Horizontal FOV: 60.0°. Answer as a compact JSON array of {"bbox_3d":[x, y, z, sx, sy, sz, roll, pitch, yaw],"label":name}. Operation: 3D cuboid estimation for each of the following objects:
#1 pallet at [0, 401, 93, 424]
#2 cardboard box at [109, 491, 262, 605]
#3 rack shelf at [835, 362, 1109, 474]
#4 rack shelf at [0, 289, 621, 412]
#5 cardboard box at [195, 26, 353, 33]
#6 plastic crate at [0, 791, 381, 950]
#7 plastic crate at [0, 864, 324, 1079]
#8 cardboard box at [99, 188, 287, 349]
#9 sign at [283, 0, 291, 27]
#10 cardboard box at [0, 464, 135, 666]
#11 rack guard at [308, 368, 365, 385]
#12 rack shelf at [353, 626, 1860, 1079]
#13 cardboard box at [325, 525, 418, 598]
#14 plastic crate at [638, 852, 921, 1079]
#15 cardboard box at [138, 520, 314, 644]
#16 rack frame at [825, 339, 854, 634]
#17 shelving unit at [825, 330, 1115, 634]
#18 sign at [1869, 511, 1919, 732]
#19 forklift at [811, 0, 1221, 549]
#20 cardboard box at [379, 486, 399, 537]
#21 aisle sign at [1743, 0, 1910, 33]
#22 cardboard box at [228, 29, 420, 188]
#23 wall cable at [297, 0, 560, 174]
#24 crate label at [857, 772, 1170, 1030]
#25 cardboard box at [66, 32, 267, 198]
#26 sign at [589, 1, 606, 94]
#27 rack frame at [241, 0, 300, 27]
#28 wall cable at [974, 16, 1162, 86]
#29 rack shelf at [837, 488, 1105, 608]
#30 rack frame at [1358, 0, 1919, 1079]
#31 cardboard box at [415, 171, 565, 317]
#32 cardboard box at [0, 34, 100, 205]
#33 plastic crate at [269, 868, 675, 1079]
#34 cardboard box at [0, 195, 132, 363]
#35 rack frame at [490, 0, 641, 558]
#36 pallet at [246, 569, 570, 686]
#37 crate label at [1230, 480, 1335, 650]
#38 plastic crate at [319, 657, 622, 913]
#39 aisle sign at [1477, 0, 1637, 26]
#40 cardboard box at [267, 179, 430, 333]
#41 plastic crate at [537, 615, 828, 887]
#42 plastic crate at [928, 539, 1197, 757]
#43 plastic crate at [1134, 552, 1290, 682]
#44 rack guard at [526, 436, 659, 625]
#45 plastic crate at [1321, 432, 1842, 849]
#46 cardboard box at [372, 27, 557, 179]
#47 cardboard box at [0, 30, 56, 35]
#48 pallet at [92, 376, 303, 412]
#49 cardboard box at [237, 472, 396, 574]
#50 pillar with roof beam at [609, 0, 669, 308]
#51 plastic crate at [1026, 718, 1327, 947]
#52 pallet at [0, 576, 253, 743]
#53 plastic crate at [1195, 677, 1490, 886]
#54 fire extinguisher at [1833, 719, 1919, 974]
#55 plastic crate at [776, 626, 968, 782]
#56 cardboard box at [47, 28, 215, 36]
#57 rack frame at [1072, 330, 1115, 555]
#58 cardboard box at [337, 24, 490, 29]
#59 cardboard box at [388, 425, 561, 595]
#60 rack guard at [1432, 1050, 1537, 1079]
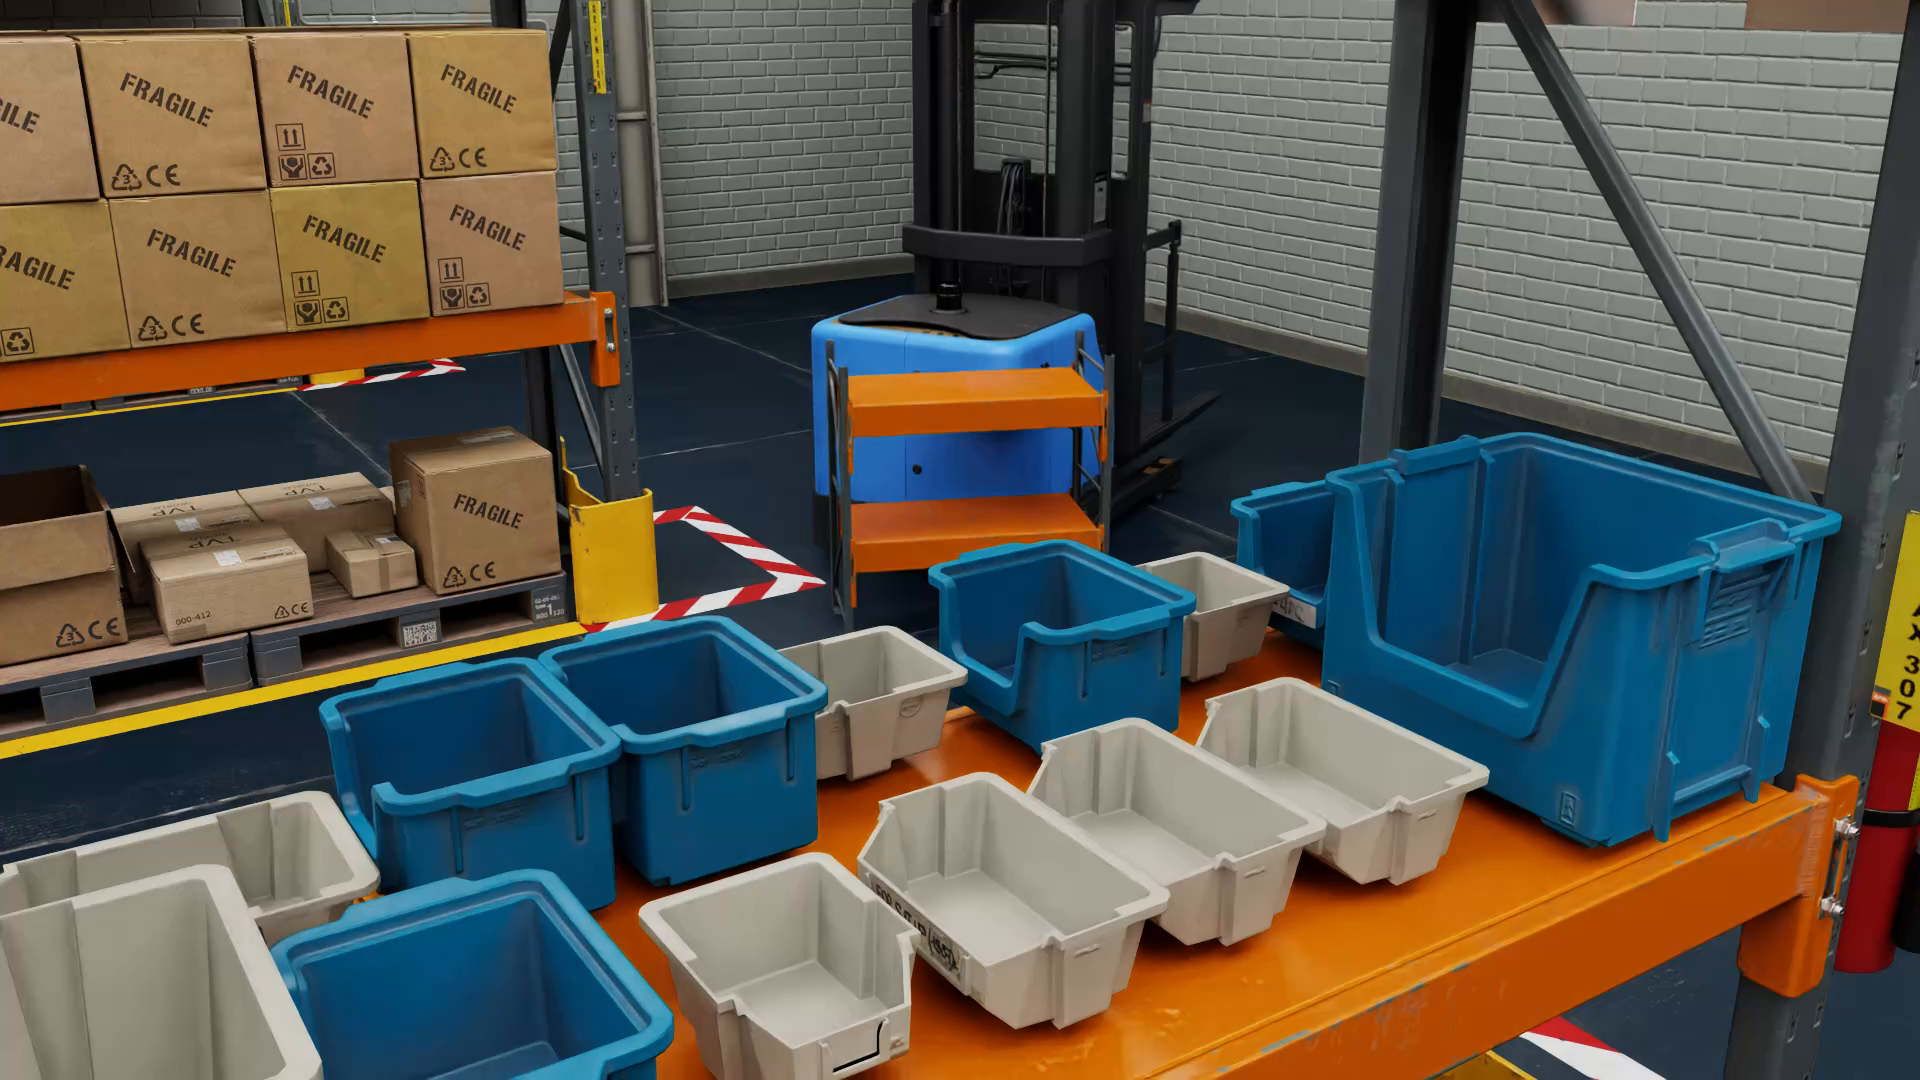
[{"bbox_3d":[-5.995,-0.897,10.067,1.213,0.211,1.003,-12,22,-31],"label":"pallet"},{"bbox_3d":[-3.070,0.022,6.604,0.500,0.250,0.500,-12,22,-31],"label":"cardboard box"},{"bbox_3d":[0.027,-0.488,6.517,1.000,0.278,0.538,-3,19,-10],"label":"rack shelf"},{"bbox_3d":[-3.295,-0.576,5.887,4.000,0.370,1.077,-12,22,-31],"label":"rack shelf"},{"bbox_3d":[-2.573,-1.688,6.337,0.500,0.500,0.500,-12,22,-31],"label":"cardboard box"},{"bbox_3d":[-0.956,0.471,1.986,0.466,0.136,0.293,-12,22,-31],"label":"plastic crate"},{"bbox_3d":[-0.868,0.570,1.468,0.530,0.282,0.437,-12,22,-31],"label":"plastic crate"},{"bbox_3d":[-2.700,-0.986,5.820,0.500,0.500,0.500,-12,22,-31],"label":"cardboard box"},{"bbox_3d":[-4.066,-3.106,10.071,0.005,0.325,0.100,-12,22,-31],"label":"sign"},{"bbox_3d":[-3.399,0.078,6.042,0.637,0.503,0.797,-12,22,-31],"label":"cardboard box"},{"bbox_3d":[-4.332,-1.413,11.144,0.348,0.500,1.175,-12,22,-31],"label":"rack guard"},{"bbox_3d":[-0.574,0.750,1.966,4.000,0.370,1.077,-12,22,-31],"label":"rack shelf"},{"bbox_3d":[-2.331,0.074,6.579,0.250,0.166,0.380,-12,22,-31],"label":"cardboard box"},{"bbox_3d":[-0.192,0.505,1.884,0.250,0.136,0.298,-12,22,-31],"label":"plastic crate"},{"bbox_3d":[-2.754,0.147,6.234,0.500,0.250,0.500,-12,22,-31],"label":"cardboard box"},{"bbox_3d":[-0.473,-0.181,6.524,0.032,1.125,0.500,-3,19,-10],"label":"rack frame"},{"bbox_3d":[0.027,-0.210,6.611,1.048,1.125,0.538,-3,19,-10],"label":"shelving unit"},{"bbox_3d":[1.412,0.124,2.440,0.005,0.325,0.100,-12,22,-31],"label":"sign"},{"bbox_3d":[0.485,-1.649,8.046,1.130,2.935,3.031,10,21,27],"label":"forklift"},{"bbox_3d":[-2.373,-0.109,7.120,0.250,0.166,0.380,-12,22,-31],"label":"cardboard box"},{"bbox_3d":[1.317,-1.109,2.282,0.004,0.787,0.394,-12,22,-31],"label":"aisle sign"},{"bbox_3d":[-2.267,-1.548,5.924,0.500,0.500,0.500,-11,22,-30],"label":"cardboard box"},{"bbox_3d":[-3.803,-3.553,11.984,1.851,1.984,0.084,-12,22,-31],"label":"wall cable"},{"bbox_3d":[0.045,0.448,2.053,0.243,0.136,0.396,-12,22,-31],"label":"crate label"},{"bbox_3d":[-2.697,-1.456,5.650,0.500,0.500,0.500,-11,22,-30],"label":"cardboard box"},{"bbox_3d":[-1.337,-1.815,6.128,0.005,0.325,0.100,-12,22,-31],"label":"sign"},{"bbox_3d":[-4.353,-2.593,10.731,0.127,3.000,1.000,-12,22,-31],"label":"rack frame"},{"bbox_3d":[0.568,-4.865,12.932,0.112,2.526,3.097,-12,22,-31],"label":"wall cable"},{"bbox_3d":[0.027,0.021,6.689,1.000,0.278,0.538,-3,19,-10],"label":"rack shelf"},{"bbox_3d":[1.098,0.058,2.890,0.053,2.616,0.949,-12,22,-31],"label":"rack frame"},{"bbox_3d":[-1.849,-1.164,6.349,0.500,0.500,0.500,-11,22,-30],"label":"cardboard box"},{"bbox_3d":[-3.126,-1.365,5.383,0.500,0.500,0.500,-11,22,-30],"label":"cardboard box"},{"bbox_3d":[-0.478,0.538,1.637,0.300,0.233,0.416,-12,22,-31],"label":"plastic crate"},{"bbox_3d":[-3.121,-0.897,5.558,0.500,0.500,0.500,-12,22,-32],"label":"cardboard box"},{"bbox_3d":[-1.625,-1.269,6.814,0.127,3.000,1.000,-12,22,-31],"label":"rack frame"},{"bbox_3d":[-2.354,0.207,6.805,1.213,0.211,1.003,-12,22,-31],"label":"pallet"},{"bbox_3d":[0.709,0.063,3.042,0.303,0.233,0.416,-12,22,-31],"label":"crate label"},{"bbox_3d":[-0.641,0.348,2.199,0.300,0.233,0.416,-12,22,-31],"label":"plastic crate"},{"bbox_3d":[0.993,-1.267,2.749,0.004,0.787,0.394,-12,22,-31],"label":"aisle sign"},{"bbox_3d":[-2.281,-1.072,6.076,0.500,0.500,0.500,-12,22,-31],"label":"cardboard box"},{"bbox_3d":[-0.391,0.295,2.356,0.300,0.233,0.416,-12,22,-31],"label":"plastic crate"},{"bbox_3d":[0.159,0.179,2.699,0.300,0.233,0.416,-12,22,-31],"label":"plastic crate"},{"bbox_3d":[0.395,0.143,2.955,0.298,0.136,0.250,-12,22,-31],"label":"plastic crate"},{"bbox_3d":[-1.688,-0.071,7.174,0.348,0.500,1.175,-12,22,-31],"label":"rack guard"},{"bbox_3d":[0.919,0.121,2.555,0.499,0.435,0.616,-12,22,-31],"label":"plastic crate"},{"bbox_3d":[-1.845,-1.638,6.188,0.500,0.500,0.500,-12,22,-32],"label":"cardboard box"},{"bbox_3d":[-3.417,-1.511,5.814,0.500,0.500,0.500,-12,22,-32],"label":"cardboard box"},{"bbox_3d":[-4.977,-1.110,10.699,1.213,0.211,1.003,-12,22,-31],"label":"pallet"},{"bbox_3d":[-2.653,-0.066,6.864,0.500,0.250,0.500,-12,22,-31],"label":"cardboard box"},{"bbox_3d":[-0.206,-4.990,8.455,0.400,9.000,9.100,-12,22,-31],"label":"pillar with roof beam"},{"bbox_3d":[0.265,0.393,2.218,0.243,0.136,0.396,-12,22,-31],"label":"plastic crate"},{"bbox_3d":[-3.372,0.420,6.173,1.213,0.211,1.003,-12,22,-31],"label":"pallet"},{"bbox_3d":[0.515,0.346,2.357,0.243,0.136,0.396,-12,22,-31],"label":"plastic crate"},{"bbox_3d":[1.472,0.365,2.684,0.183,0.674,0.296,-12,22,-31],"label":"fire extinguisher"},{"bbox_3d":[-0.171,0.263,2.602,0.298,0.136,0.250,-12,22,-31],"label":"plastic crate"},{"bbox_3d":[-2.994,-1.601,6.080,0.500,0.500,0.500,-12,22,-31],"label":"cardboard box"},{"bbox_3d":[0.527,-0.240,6.698,0.032,1.125,0.500,-3,19,-10],"label":"rack frame"},{"bbox_3d":[-2.141,-1.782,6.615,0.500,0.500,0.500,-11,22,-30],"label":"cardboard box"},{"bbox_3d":[-1.944,-0.131,6.665,0.500,0.500,0.500,-12,22,-31],"label":"cardboard box"},{"bbox_3d":[1.109,1.233,3.316,0.348,0.500,1.175,-12,22,-31],"label":"rack guard"}]
